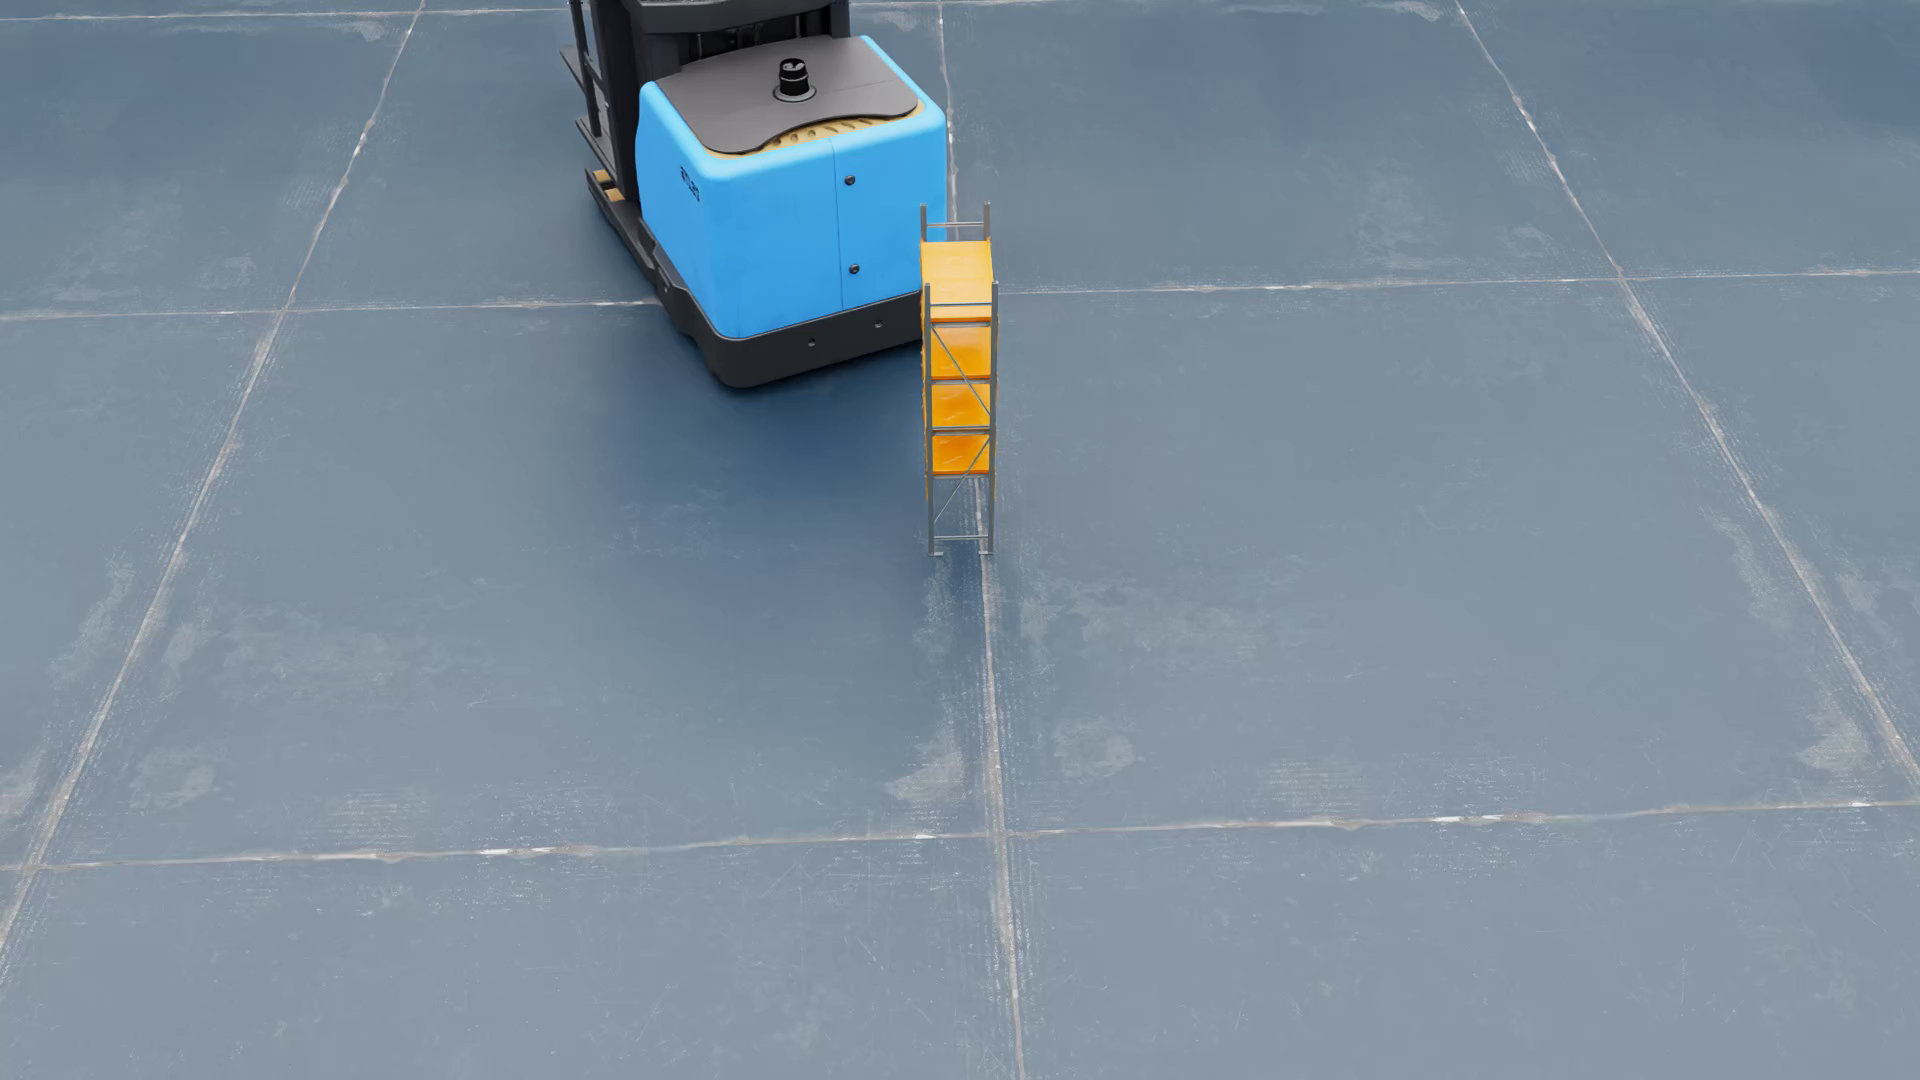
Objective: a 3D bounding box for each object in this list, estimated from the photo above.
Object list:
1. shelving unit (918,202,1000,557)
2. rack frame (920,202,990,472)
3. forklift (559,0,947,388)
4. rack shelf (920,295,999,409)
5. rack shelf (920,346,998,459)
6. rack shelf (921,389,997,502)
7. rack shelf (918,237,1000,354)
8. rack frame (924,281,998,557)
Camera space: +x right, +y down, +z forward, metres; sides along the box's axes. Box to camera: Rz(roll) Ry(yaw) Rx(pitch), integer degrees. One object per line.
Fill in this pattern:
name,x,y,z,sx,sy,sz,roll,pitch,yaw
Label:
shelving unit,-0.007,-0.554,5.966,0.258,1.200,0.503,-2,43,-2
rack frame,-0.017,-0.719,6.146,0.240,1.200,0.015,-2,43,-2
forklift,-1.140,-2.701,7.028,1.130,2.935,3.031,-18,46,-19
rack shelf,-0.007,-0.669,5.861,0.258,0.148,0.480,-2,43,-2
rack shelf,-0.007,-0.504,6.012,0.258,0.148,0.480,-2,43,-2
rack shelf,-0.007,-0.358,6.146,0.258,0.148,0.480,-2,43,-2
rack shelf,-0.007,-0.844,5.701,0.258,0.148,0.480,-2,43,-2
rack frame,0.003,-0.389,5.787,0.240,1.200,0.015,-2,43,-2
